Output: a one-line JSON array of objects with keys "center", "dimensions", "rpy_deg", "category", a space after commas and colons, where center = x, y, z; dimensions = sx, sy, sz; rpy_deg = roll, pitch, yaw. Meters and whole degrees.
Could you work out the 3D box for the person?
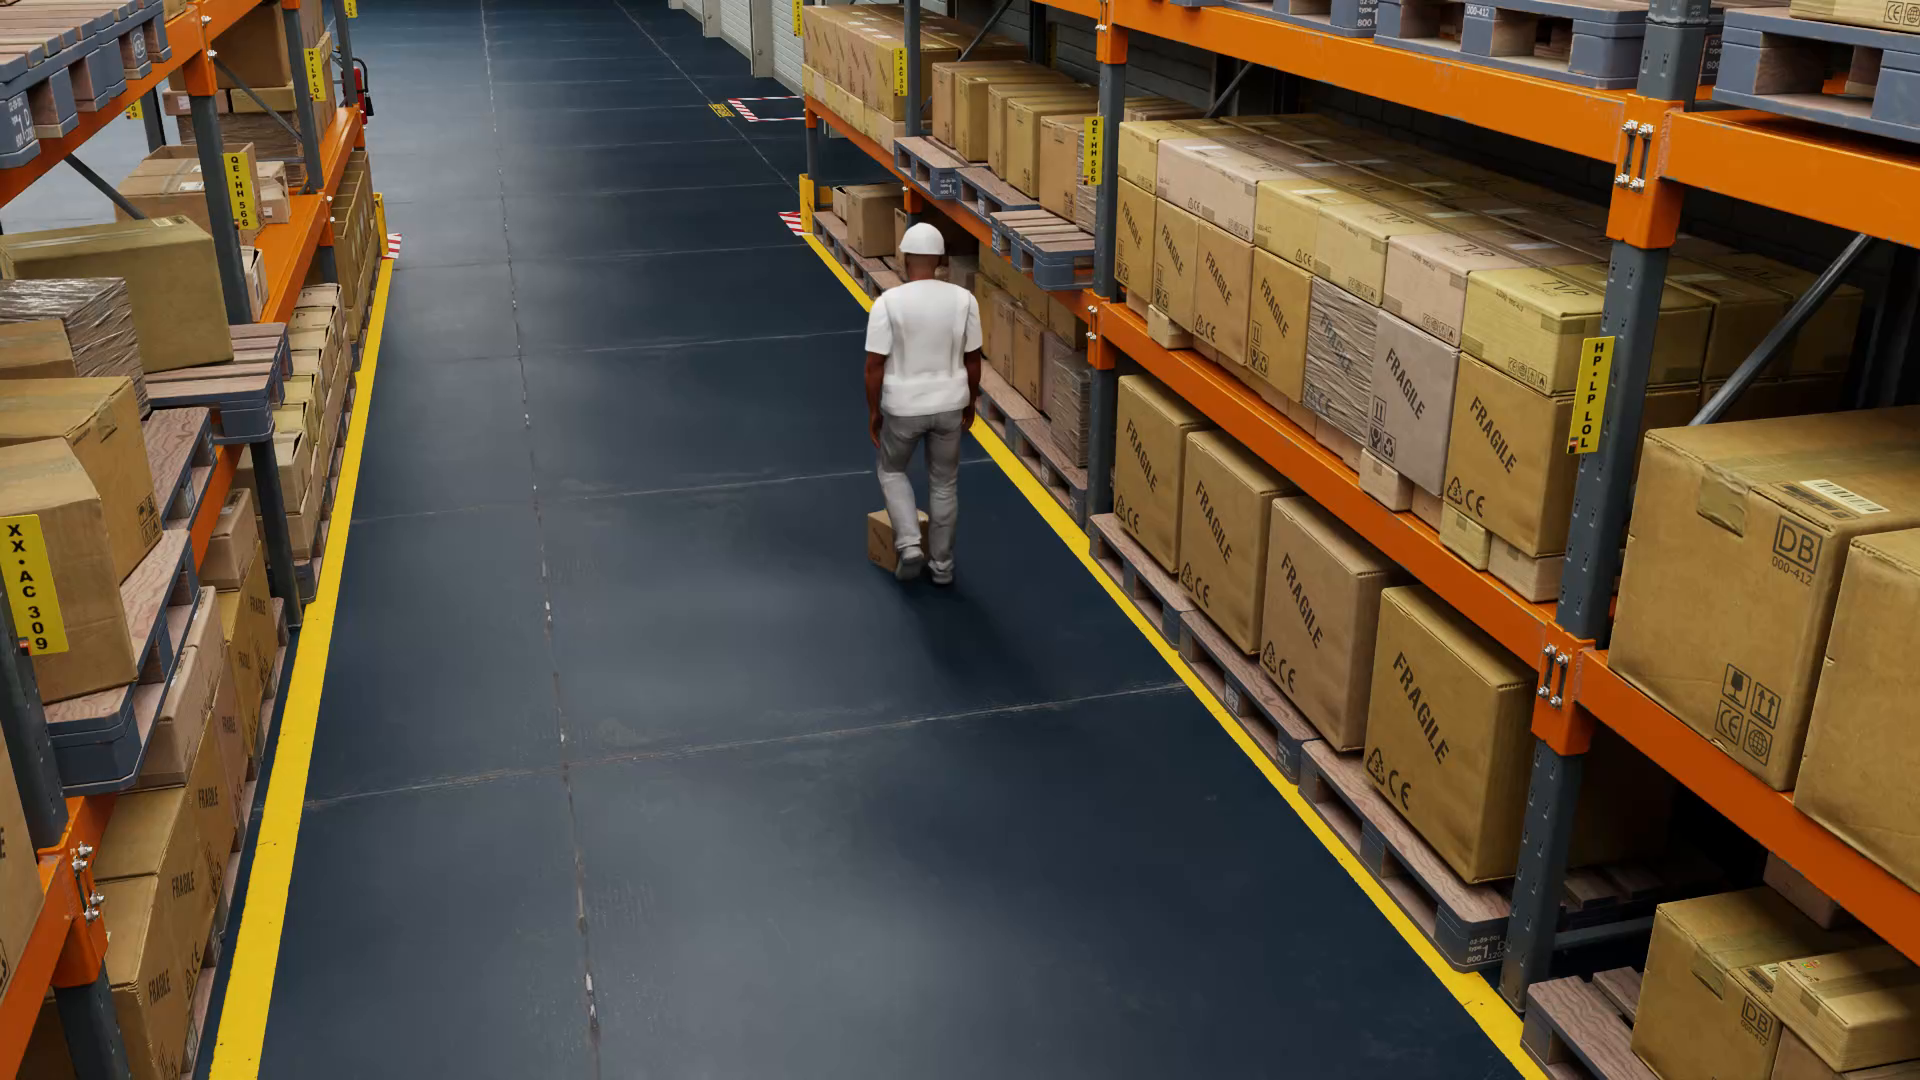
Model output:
[{"center": [-0.177, -0.633, 8.042], "dimensions": [0.585, 1.779, 0.463], "rpy_deg": [-5, 23, -11], "category": "person"}]
